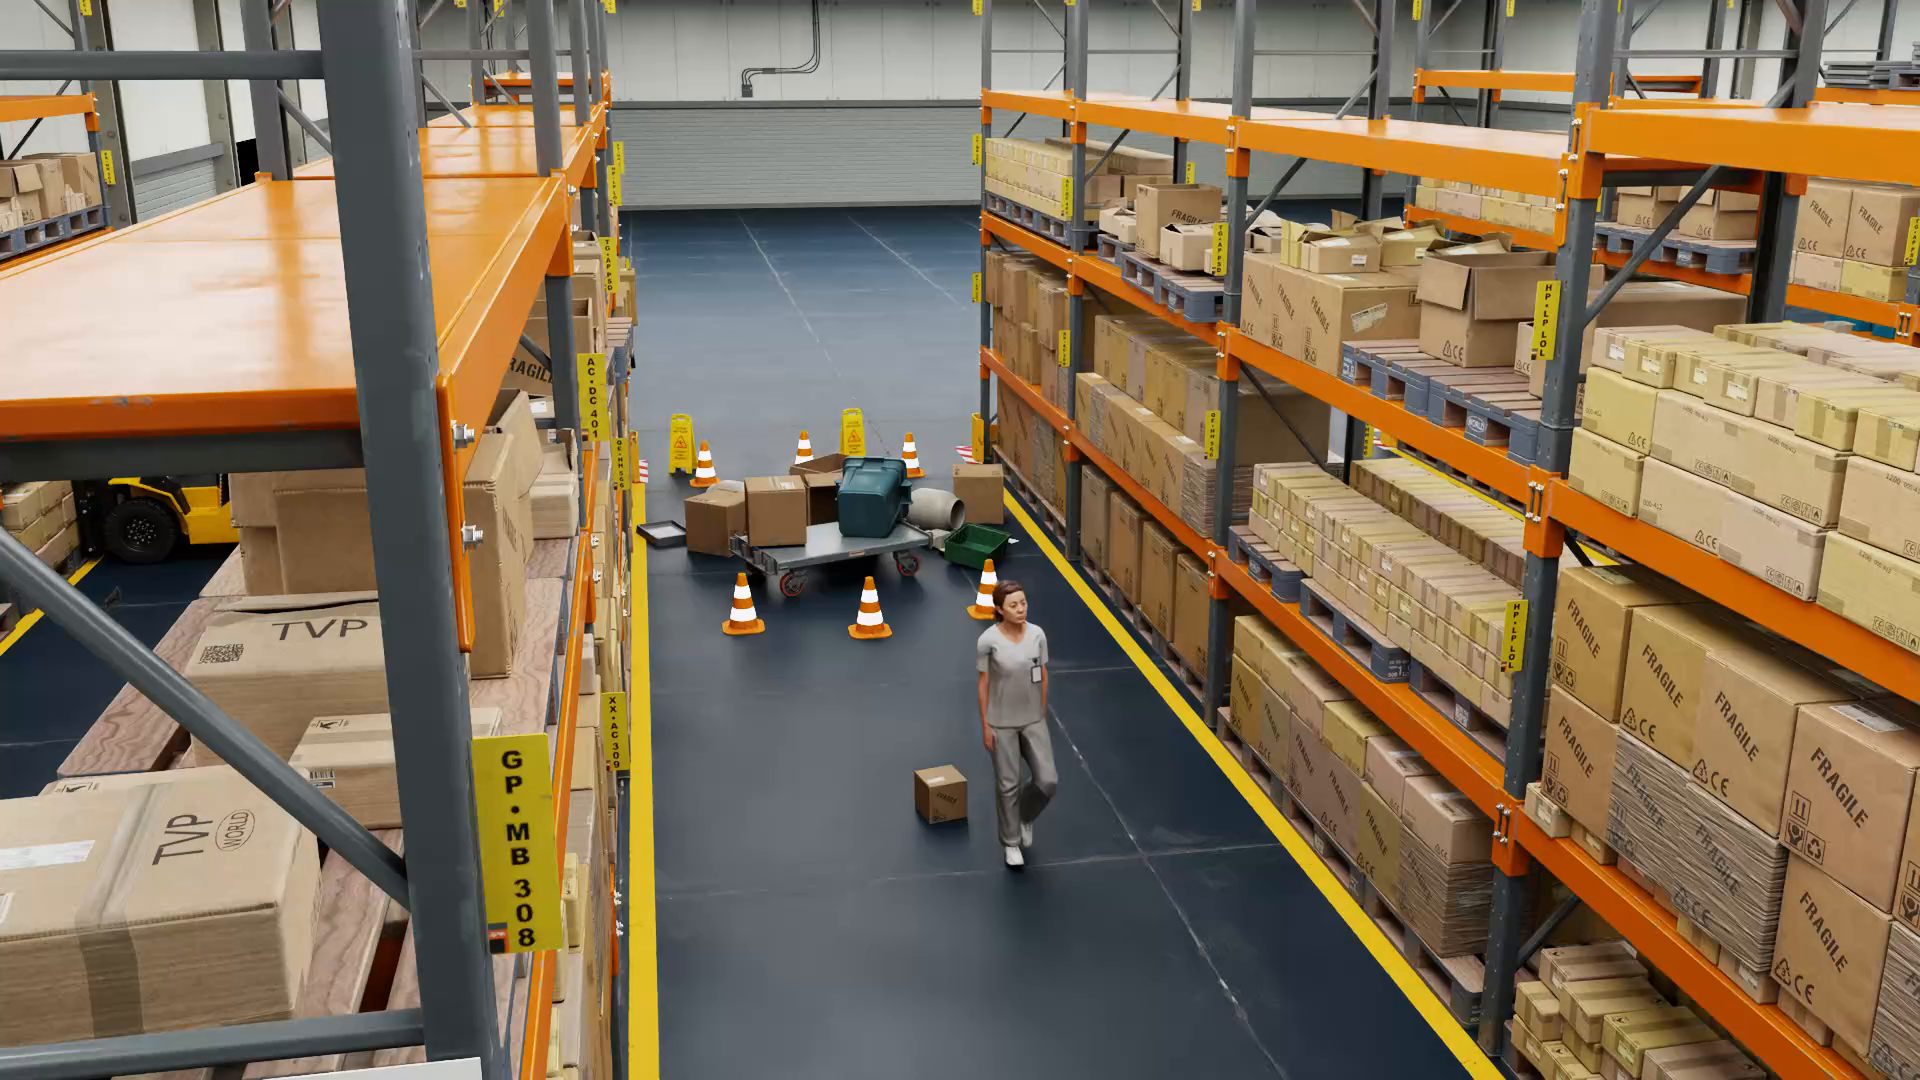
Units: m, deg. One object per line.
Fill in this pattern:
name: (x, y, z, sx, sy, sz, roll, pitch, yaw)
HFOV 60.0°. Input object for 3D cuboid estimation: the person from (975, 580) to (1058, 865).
person: (0.309, 1.035, 9.457, 0.442, 1.657, 0.473, -5, 17, -16)
